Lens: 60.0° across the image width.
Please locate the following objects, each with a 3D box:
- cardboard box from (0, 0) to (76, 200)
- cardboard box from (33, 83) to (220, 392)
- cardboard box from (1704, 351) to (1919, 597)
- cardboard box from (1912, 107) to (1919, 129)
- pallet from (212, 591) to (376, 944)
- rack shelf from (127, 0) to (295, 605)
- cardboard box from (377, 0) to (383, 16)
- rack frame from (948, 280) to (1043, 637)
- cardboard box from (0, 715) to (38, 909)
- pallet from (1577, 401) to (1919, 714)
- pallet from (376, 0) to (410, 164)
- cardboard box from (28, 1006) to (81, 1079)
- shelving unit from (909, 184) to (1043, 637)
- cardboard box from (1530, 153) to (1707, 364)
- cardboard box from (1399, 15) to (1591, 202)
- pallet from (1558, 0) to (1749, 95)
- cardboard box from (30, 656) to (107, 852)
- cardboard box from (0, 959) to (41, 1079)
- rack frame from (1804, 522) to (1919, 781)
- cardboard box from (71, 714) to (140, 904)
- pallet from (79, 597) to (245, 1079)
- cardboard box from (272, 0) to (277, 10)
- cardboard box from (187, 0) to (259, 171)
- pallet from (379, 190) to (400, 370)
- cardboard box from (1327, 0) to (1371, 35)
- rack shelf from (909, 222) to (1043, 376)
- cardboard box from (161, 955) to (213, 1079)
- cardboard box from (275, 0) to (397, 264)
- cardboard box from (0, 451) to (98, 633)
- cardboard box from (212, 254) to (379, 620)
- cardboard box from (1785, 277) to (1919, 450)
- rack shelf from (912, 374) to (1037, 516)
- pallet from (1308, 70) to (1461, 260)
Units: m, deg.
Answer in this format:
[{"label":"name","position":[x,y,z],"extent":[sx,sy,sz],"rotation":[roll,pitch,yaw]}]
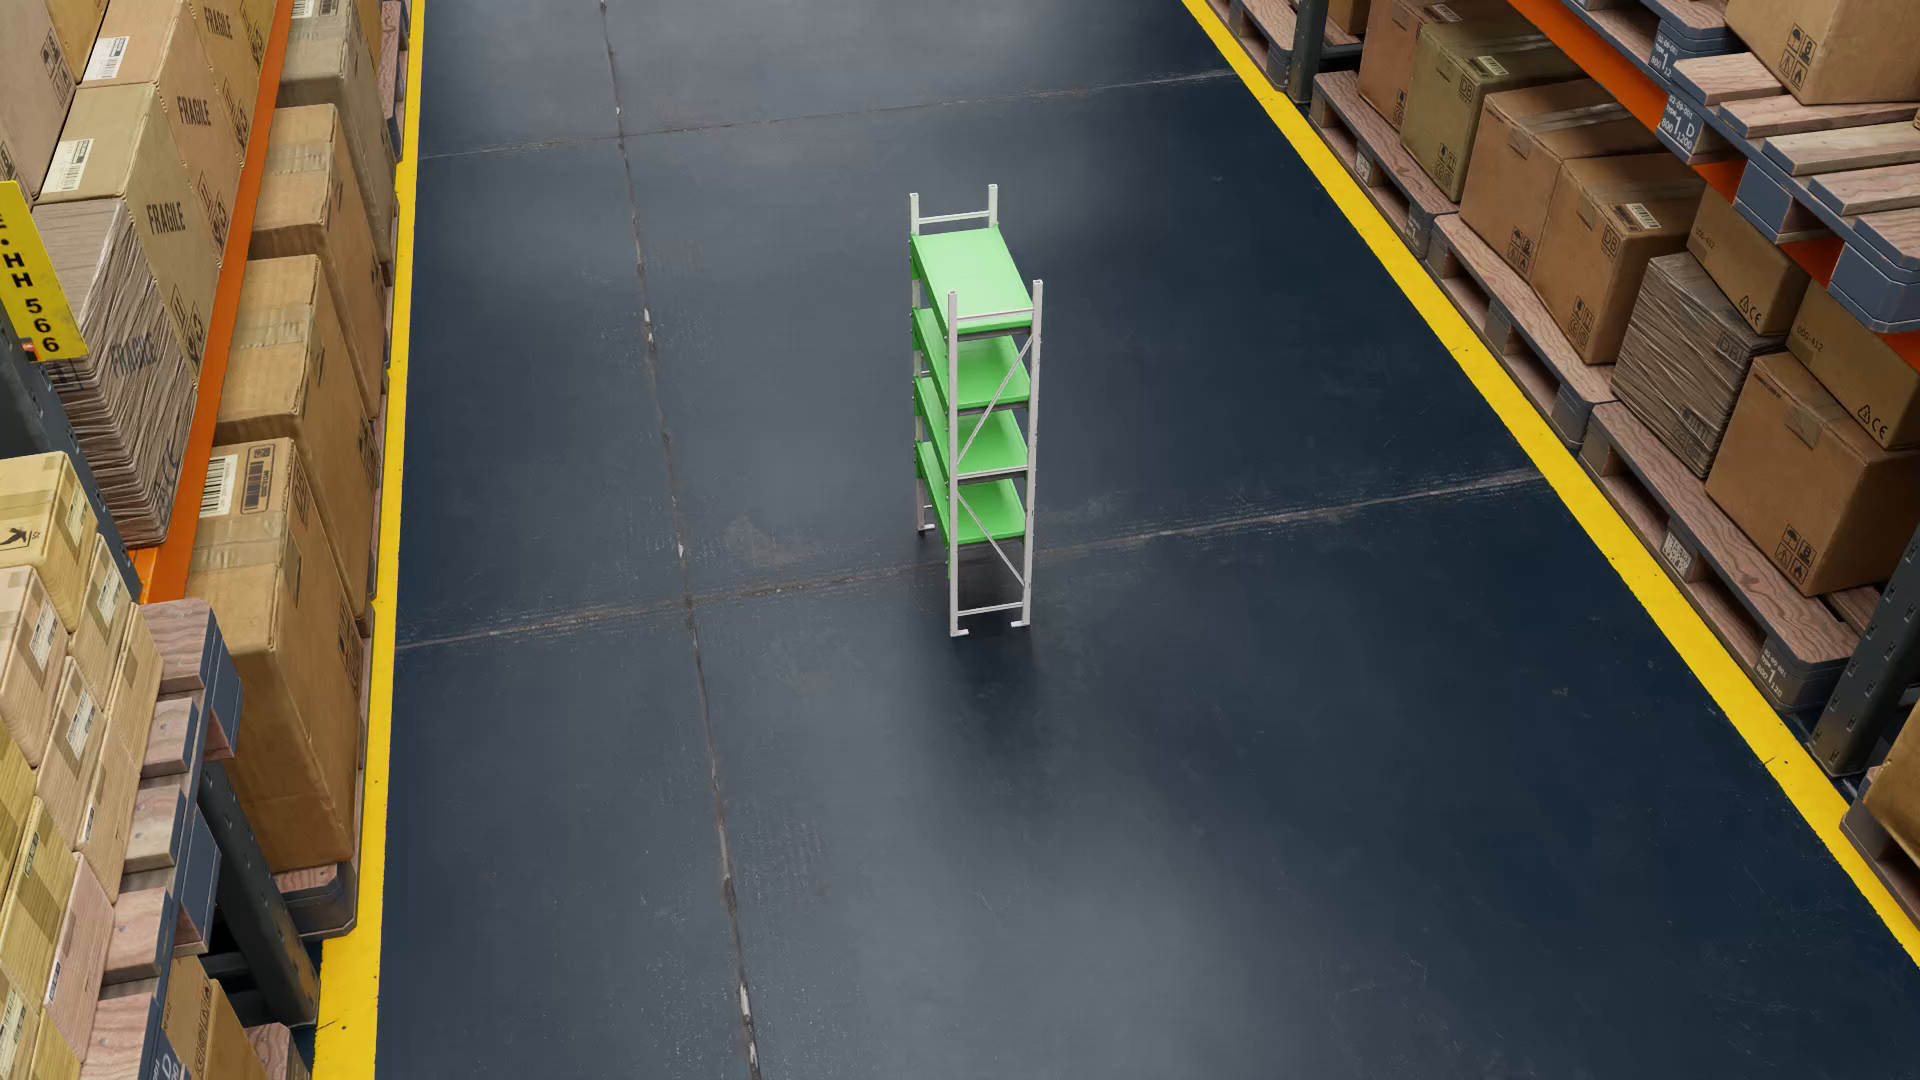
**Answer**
[{"label":"cardboard box","position":[-2.224,-0.967,3.251],"extent":[0.700,0.500,0.500],"rotation":[-9,42,-10]},{"label":"cardboard box","position":[-1.972,-0.632,3.627],"extent":[0.500,0.500,0.500],"rotation":[-9,42,-10]},{"label":"cardboard box","position":[2.674,-0.242,4.815],"extent":[0.700,0.500,0.500],"rotation":[-10,43,-12]},{"label":"cardboard box","position":[2.683,-1.120,3.860],"extent":[0.500,0.500,0.500],"rotation":[-13,43,-15]},{"label":"pallet","position":[-2.123,0.585,4.431],"extent":[1.003,0.211,1.213],"rotation":[-8,42,-9]},{"label":"rack shelf","position":[-2.458,-0.963,4.617],"extent":[1.077,0.370,4.000],"rotation":[-8,42,-9]},{"label":"cardboard box","position":[-3.156,-2.892,7.533],"extent":[0.875,0.875,0.875],"rotation":[-8,42,-9]},{"label":"rack frame","position":[0.088,-0.183,4.553],"extent":[0.240,1.200,0.015],"rotation":[-8,42,-9]},{"label":"cardboard box","position":[-1.365,0.364,2.005],"extent":[0.380,0.149,0.250],"rotation":[-7,42,-8]},{"label":"pallet","position":[2.671,-0.045,5.141],"extent":[1.003,0.211,1.213],"rotation":[-8,42,-9]},{"label":"pallet","position":[-2.978,-1.990,7.332],"extent":[1.003,0.211,1.213],"rotation":[-8,42,-9]},{"label":"cardboard box","position":[-1.313,0.745,2.024],"extent":[0.380,0.149,0.250],"rotation":[-9,42,-10]},{"label":"shelving unit","position":[0.036,-0.341,4.731],"extent":[0.258,1.200,0.503],"rotation":[-8,42,-9]},{"label":"cardboard box","position":[2.413,-0.966,5.630],"extent":[0.700,0.500,0.500],"rotation":[-5,42,-6]},{"label":"cardboard box","position":[2.171,-1.690,6.446],"extent":[0.700,0.500,0.500],"rotation":[-9,42,-10]},{"label":"pallet","position":[2.371,-1.786,5.147],"extent":[1.003,0.211,1.213],"rotation":[-8,42,-9]},{"label":"cardboard box","position":[-1.416,0.318,2.281],"extent":[0.380,0.149,0.250],"rotation":[-7,42,-8]},{"label":"cardboard box","position":[-1.303,0.650,1.907],"extent":[0.380,0.149,0.250],"rotation":[-8,42,-9]},{"label":"rack frame","position":[2.838,-0.581,3.645],"extent":[1.000,3.000,0.127],"rotation":[-8,42,-9]},{"label":"cardboard box","position":[-1.420,0.416,2.394],"extent":[0.380,0.149,0.250],"rotation":[-8,42,-9]},{"label":"pallet","position":[-1.769,0.583,2.478],"extent":[1.213,0.211,1.003],"rotation":[-8,42,-9]},{"label":"cardboard box","position":[-2.407,-1.938,5.099],"extent":[0.500,0.500,0.500],"rotation":[-9,42,-10]},{"label":"cardboard box","position":[-2.186,-1.282,4.359],"extent":[0.500,0.500,0.500],"rotation":[-9,42,-10]},{"label":"pallet","position":[-2.650,-0.996,6.213],"extent":[1.003,0.211,1.213],"rotation":[-8,42,-9]},{"label":"cardboard box","position":[1.928,-2.661,7.555],"extent":[0.500,0.500,0.500],"rotation":[-10,42,-11]},{"label":"rack shelf","position":[0.036,-0.653,4.455],"extent":[0.258,0.148,0.480],"rotation":[-8,42,-9]},{"label":"cardboard box","position":[-1.623,0.968,2.902],"extent":[0.500,0.250,0.500],"rotation":[-9,42,-10]},{"label":"cardboard box","position":[-2.668,-1.455,6.007],"extent":[1.050,0.750,0.750],"rotation":[-9,42,-10]},{"label":"cardboard box","position":[-1.473,0.031,2.380],"extent":[0.380,0.149,0.250],"rotation":[-10,43,-11]},{"label":"cardboard box","position":[-2.262,-0.225,4.622],"extent":[1.050,0.750,0.750],"rotation":[-8,42,-9]},{"label":"cardboard box","position":[2.664,-0.521,4.564],"extent":[0.500,0.250,0.500],"rotation":[-7,42,-8]},{"label":"rack shelf","position":[0.036,-0.294,4.773],"extent":[0.258,0.148,0.480],"rotation":[-8,42,-9]},{"label":"pallet","position":[2.144,-1.626,6.923],"extent":[1.003,0.211,1.213],"rotation":[-8,42,-9]}]
